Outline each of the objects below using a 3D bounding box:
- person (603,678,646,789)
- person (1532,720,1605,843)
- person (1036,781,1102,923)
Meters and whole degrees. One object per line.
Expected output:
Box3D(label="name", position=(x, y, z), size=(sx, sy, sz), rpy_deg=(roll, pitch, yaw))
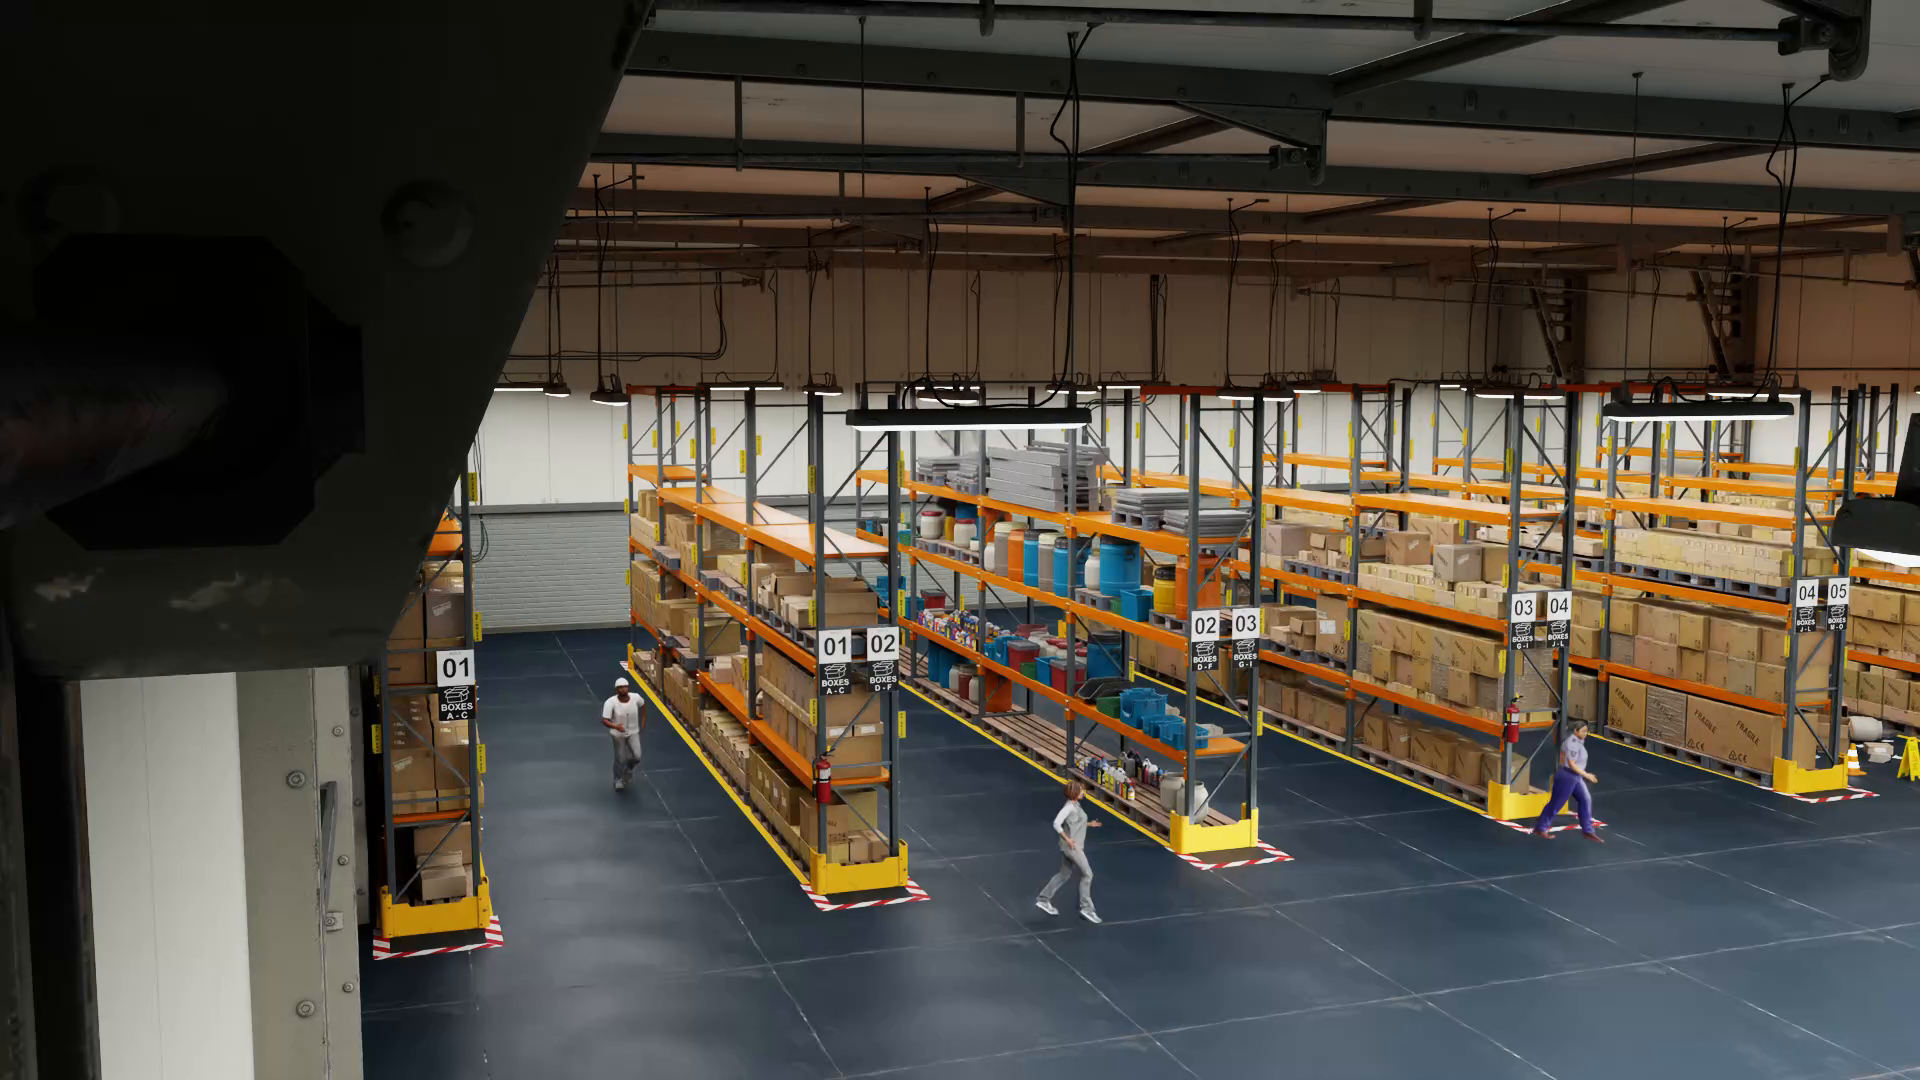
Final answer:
Box3D(label="person", position=(-4.987, 2.901, 24.861), size=(0.715, 1.716, 0.751), rpy_deg=(-3, 7, -25))
Box3D(label="person", position=(8.109, 3.199, 22.083), size=(0.883, 1.641, 0.530), rpy_deg=(3, 7, 28))
Box3D(label="person", position=(1.251, 3.568, 19.049), size=(0.755, 1.643, 0.527), rpy_deg=(0, 6, -1))
